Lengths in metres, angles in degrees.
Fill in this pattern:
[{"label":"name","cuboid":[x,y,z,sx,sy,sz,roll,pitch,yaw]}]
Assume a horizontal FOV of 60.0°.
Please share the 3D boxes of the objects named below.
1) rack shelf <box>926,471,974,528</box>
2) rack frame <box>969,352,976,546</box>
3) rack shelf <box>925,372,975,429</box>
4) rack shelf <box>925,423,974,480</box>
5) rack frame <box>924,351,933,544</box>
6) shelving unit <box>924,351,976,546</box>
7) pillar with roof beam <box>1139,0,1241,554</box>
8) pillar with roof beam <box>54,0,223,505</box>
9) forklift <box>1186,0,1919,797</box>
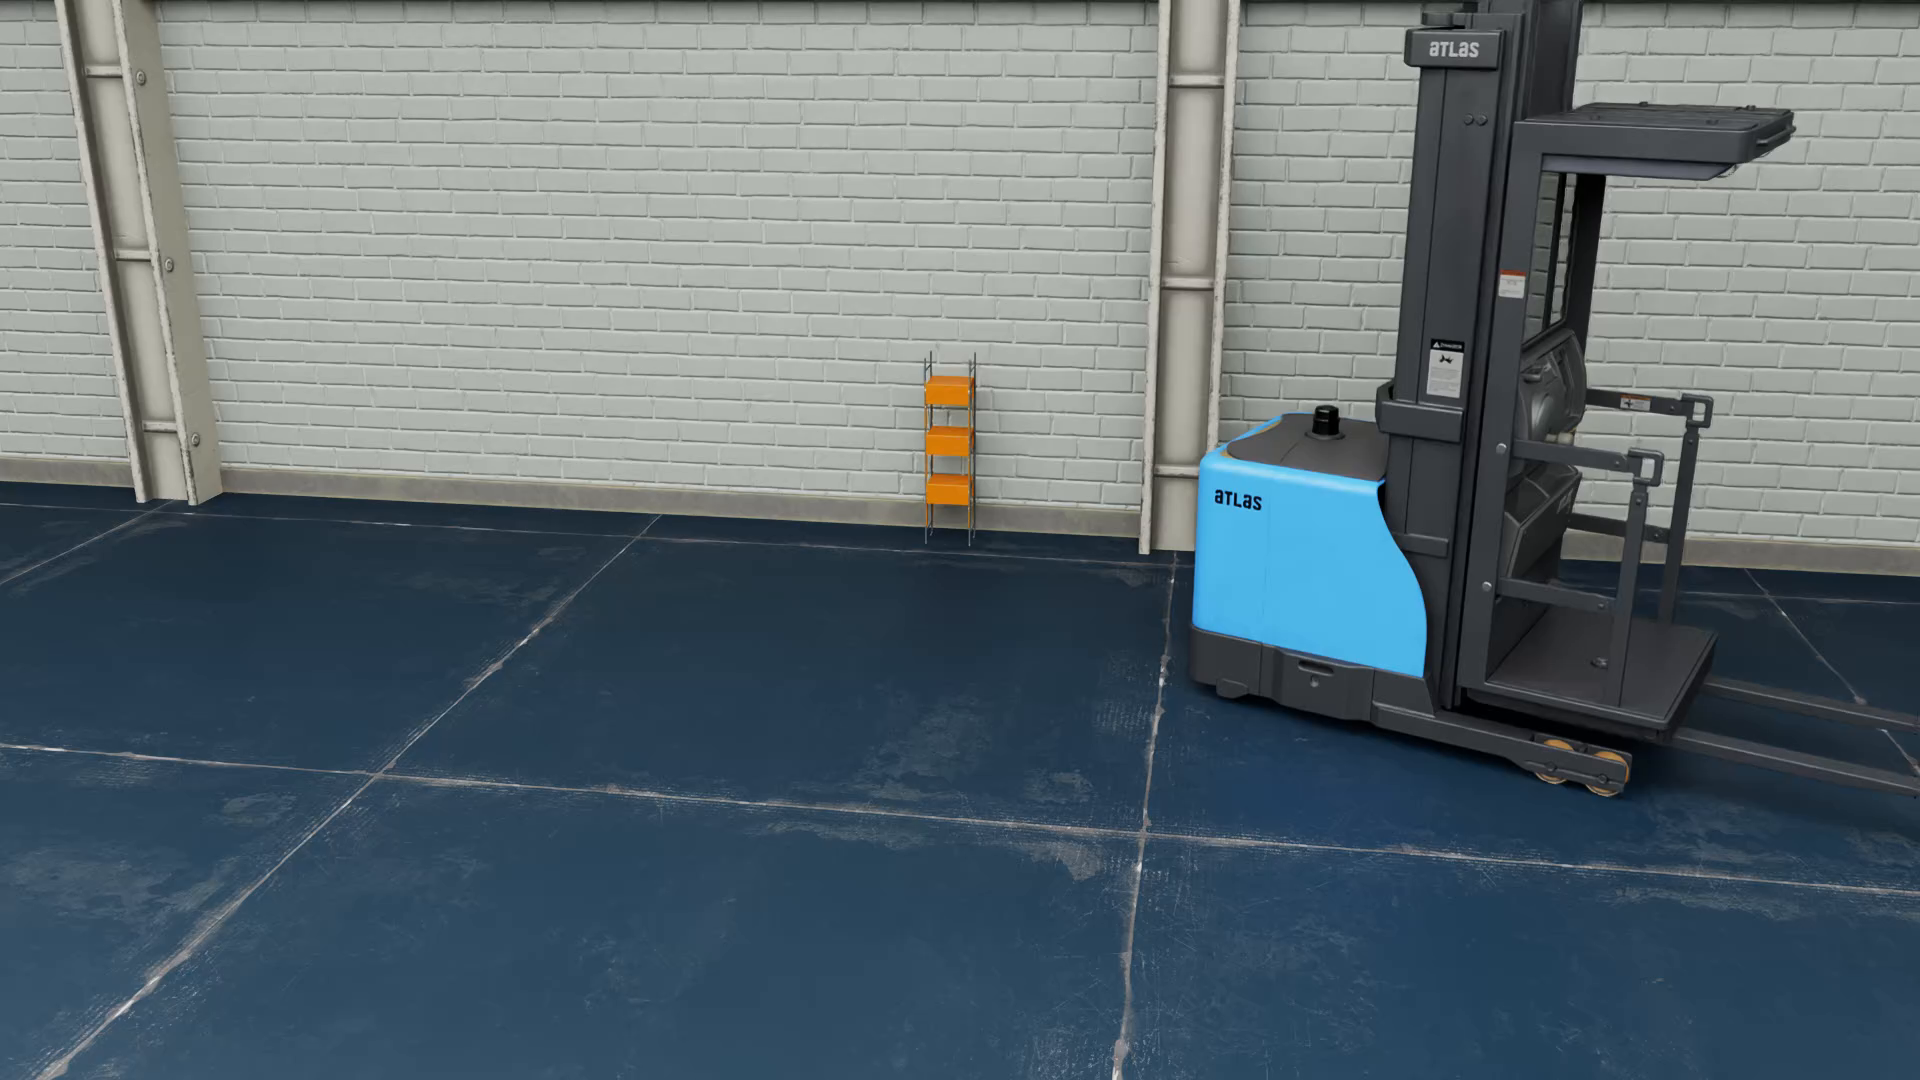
[{"label":"rack shelf","cuboid":[-0.053,-0.227,9.236,0.240,0.259,0.215,3,19,9]},{"label":"rack frame","cuboid":[0.068,-0.494,9.126,0.008,1.050,0.200,3,19,9]},{"label":"rack shelf","cuboid":[-0.053,-0.760,9.058,0.240,0.259,0.215,3,19,9]},{"label":"rack shelf","cuboid":[-0.053,-0.491,9.148,0.240,0.259,0.215,3,19,9]},{"label":"rack frame","cuboid":[-0.173,-0.507,9.163,0.008,1.050,0.200,3,19,9]},{"label":"shelving unit","cuboid":[-0.053,-0.501,9.145,0.252,1.050,0.215,3,19,9]},{"label":"pillar with roof beam","cuboid":[0.514,-2.883,3.737,0.400,9.000,9.100,3,19,9]},{"label":"pillar with roof beam","cuboid":[-5.410,-3.185,4.639,0.400,9.000,9.100,3,19,9]},{"label":"forklift","cuboid":[2.512,-0.601,6.479,3.031,2.935,1.130,12,22,31]}]
